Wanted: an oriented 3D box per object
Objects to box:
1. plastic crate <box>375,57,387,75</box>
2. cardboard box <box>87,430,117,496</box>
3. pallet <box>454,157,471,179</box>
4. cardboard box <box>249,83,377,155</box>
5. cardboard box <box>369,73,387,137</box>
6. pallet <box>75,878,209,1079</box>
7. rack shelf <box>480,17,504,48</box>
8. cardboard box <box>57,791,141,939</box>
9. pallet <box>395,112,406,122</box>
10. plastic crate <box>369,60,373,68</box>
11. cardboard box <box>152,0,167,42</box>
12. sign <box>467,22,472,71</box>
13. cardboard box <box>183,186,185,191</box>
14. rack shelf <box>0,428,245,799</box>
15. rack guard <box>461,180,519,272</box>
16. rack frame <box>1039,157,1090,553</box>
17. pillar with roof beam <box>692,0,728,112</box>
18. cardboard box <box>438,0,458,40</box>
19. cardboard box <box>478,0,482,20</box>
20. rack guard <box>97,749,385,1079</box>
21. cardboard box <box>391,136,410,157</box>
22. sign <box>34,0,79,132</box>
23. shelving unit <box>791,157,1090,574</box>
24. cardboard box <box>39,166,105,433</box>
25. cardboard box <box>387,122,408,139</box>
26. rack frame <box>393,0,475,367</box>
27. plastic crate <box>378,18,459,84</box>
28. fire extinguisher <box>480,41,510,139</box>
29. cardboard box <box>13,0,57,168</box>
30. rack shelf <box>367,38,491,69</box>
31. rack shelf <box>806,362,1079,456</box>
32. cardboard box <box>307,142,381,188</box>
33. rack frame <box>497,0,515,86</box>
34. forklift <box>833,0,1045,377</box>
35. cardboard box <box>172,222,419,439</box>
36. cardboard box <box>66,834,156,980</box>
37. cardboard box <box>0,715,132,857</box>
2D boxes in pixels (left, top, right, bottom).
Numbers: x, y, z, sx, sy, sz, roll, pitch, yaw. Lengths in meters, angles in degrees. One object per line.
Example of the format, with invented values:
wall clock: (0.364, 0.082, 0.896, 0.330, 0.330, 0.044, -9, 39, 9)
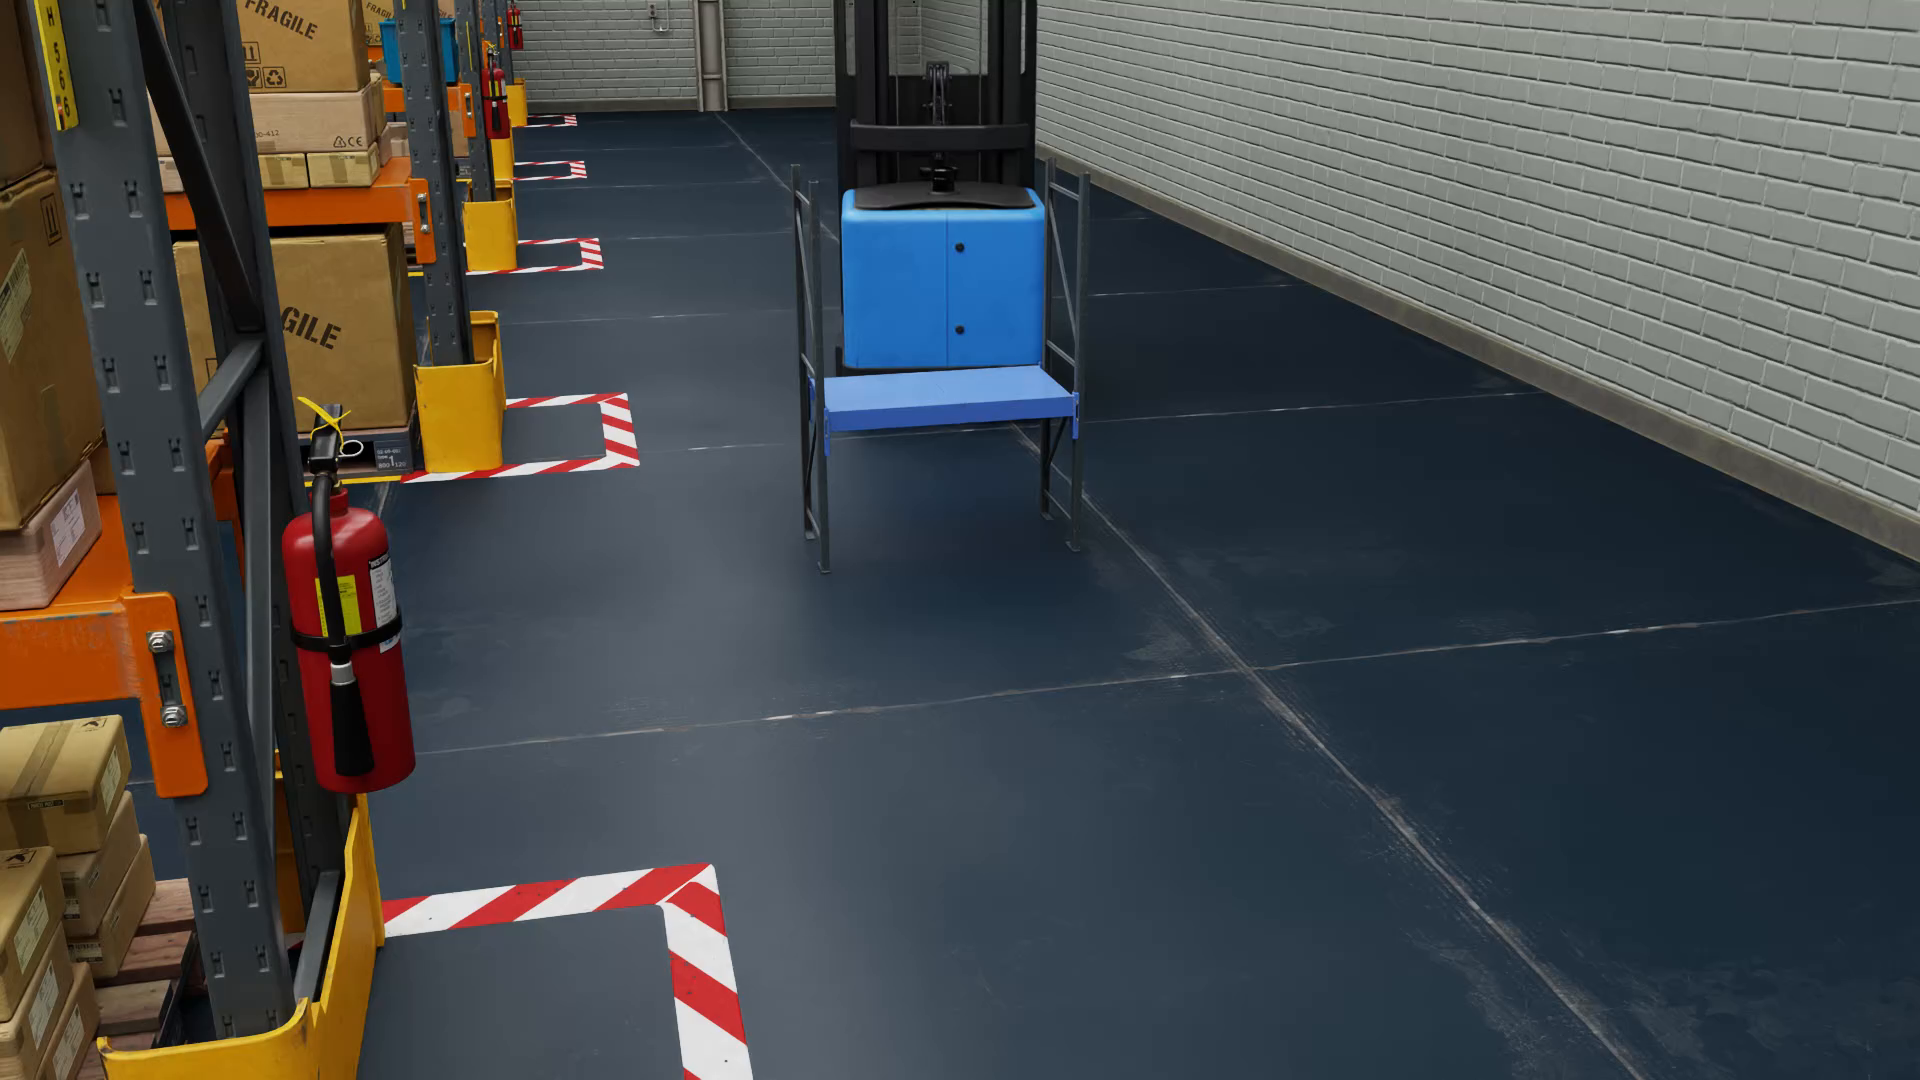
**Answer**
plastic crate: (-4.236, -3.571, 12.499, 0.298, 0.136, 0.250, -5, 21, -12)
cardboard box: (-1.797, -0.214, 3.403, 0.250, 0.149, 0.380, -5, 21, -13)
pallet: (-5.574, -3.853, 17.028, 1.213, 0.211, 1.003, -5, 21, -12)
cardboard box: (-2.859, -1.858, 7.312, 0.500, 0.250, 0.500, -5, 21, -13)
cardboard box: (-2.978, -2.038, 7.802, 0.500, 0.250, 0.500, -5, 21, -14)
pallet: (-2.279, 1.120, 3.450, 1.213, 0.211, 1.003, -5, 21, -12)
rack shelf: (-7.815, -6.394, 20.955, 4.000, 0.370, 1.077, -5, 21, -12)
cardboard box: (-1.975, 0.709, 3.619, 0.250, 0.149, 0.380, -4, 20, -10)
pallet: (-6.628, -5.491, 21.499, 1.213, 0.211, 1.003, -5, 21, -12)
plastic crate: (-4.341, -3.353, 11.904, 0.243, 0.136, 0.396, -5, 21, -12)
cardboard box: (-3.465, -2.350, 7.565, 0.500, 0.500, 0.500, -5, 21, -14)
sign: (-3.446, -3.468, 11.683, 0.005, 0.325, 0.100, -5, 21, -12)
cardboard box: (-3.218, -1.619, 7.239, 0.250, 0.149, 0.380, -5, 21, -12)
rack shelf: (-3.352, 0.248, 2.822, 4.000, 0.370, 1.077, -5, 21, -12)
rack guard: (-3.568, -2.407, 12.658, 0.348, 0.500, 1.175, -5, 21, -12)
rack frame: (0.412, -0.738, 6.648, 0.032, 1.500, 0.500, -5, 21, -12)
pillar with roof beam: (-2.449, -8.769, 17.672, 0.400, 9.000, 9.100, -5, 21, -12)
cardboard box: (-5.098, -5.153, 16.375, 0.500, 0.500, 0.500, -4, 20, -11)
cardboard box: (-6.362, -6.987, 21.093, 0.700, 0.700, 0.980, -4, 20, -10)
rack guard: (-1.480, 0.932, 3.544, 0.348, 0.500, 1.175, -5, 21, -12)
cardboard box: (-5.612, -3.981, 16.802, 0.250, 0.166, 0.380, -5, 21, -12)
sign: (-1.298, -0.753, 2.365, 0.005, 0.325, 0.100, -5, 21, -12)
shelving unit: (-0.083, -0.697, 6.538, 1.048, 1.500, 0.538, -5, 21, -12)
cardboard box: (-1.906, -0.491, 3.218, 0.500, 0.500, 0.500, -4, 20, -10)
cardboard box: (-5.806, -4.160, 17.169, 0.500, 0.250, 0.500, -5, 21, -12)
rack frame: (-2.449, -1.916, 7.685, 0.127, 3.000, 1.000, -5, 21, -12)
plastic crate: (-3.872, -3.530, 11.951, 0.499, 0.435, 0.616, -5, 21, -12)
fire extinguisher: (-3.337, -3.222, 11.905, 0.183, 0.674, 0.296, -5, 21, -12)
cardboard box: (-1.904, -0.957, 3.036, 0.500, 0.500, 0.500, -5, 21, -13)
rack shelf: (-6.671, -4.736, 16.429, 4.000, 0.370, 1.077, -5, 21, -12)
rack shelf: (-0.083, -0.529, 6.600, 1.000, 0.185, 0.538, -5, 21, -12)
cardboard box: (-2.720, -1.660, 7.350, 0.250, 0.149, 0.380, -4, 21, -11)
rack frame: (-5.868, -6.890, 21.263, 0.127, 3.000, 1.000, -5, 21, -12)
forklift: (-0.146, -2.460, 9.270, 1.130, 2.935, 3.031, -1, 20, -3)
cardboard box: (-3.053, -1.038, 7.766, 0.875, 0.875, 0.875, -5, 21, -12)
cardboard box: (-1.989, 0.828, 3.728, 0.250, 0.149, 0.380, -4, 21, -11)
cardboard box: (-1.994, 0.542, 3.643, 0.250, 0.149, 0.380, -6, 21, -15)
